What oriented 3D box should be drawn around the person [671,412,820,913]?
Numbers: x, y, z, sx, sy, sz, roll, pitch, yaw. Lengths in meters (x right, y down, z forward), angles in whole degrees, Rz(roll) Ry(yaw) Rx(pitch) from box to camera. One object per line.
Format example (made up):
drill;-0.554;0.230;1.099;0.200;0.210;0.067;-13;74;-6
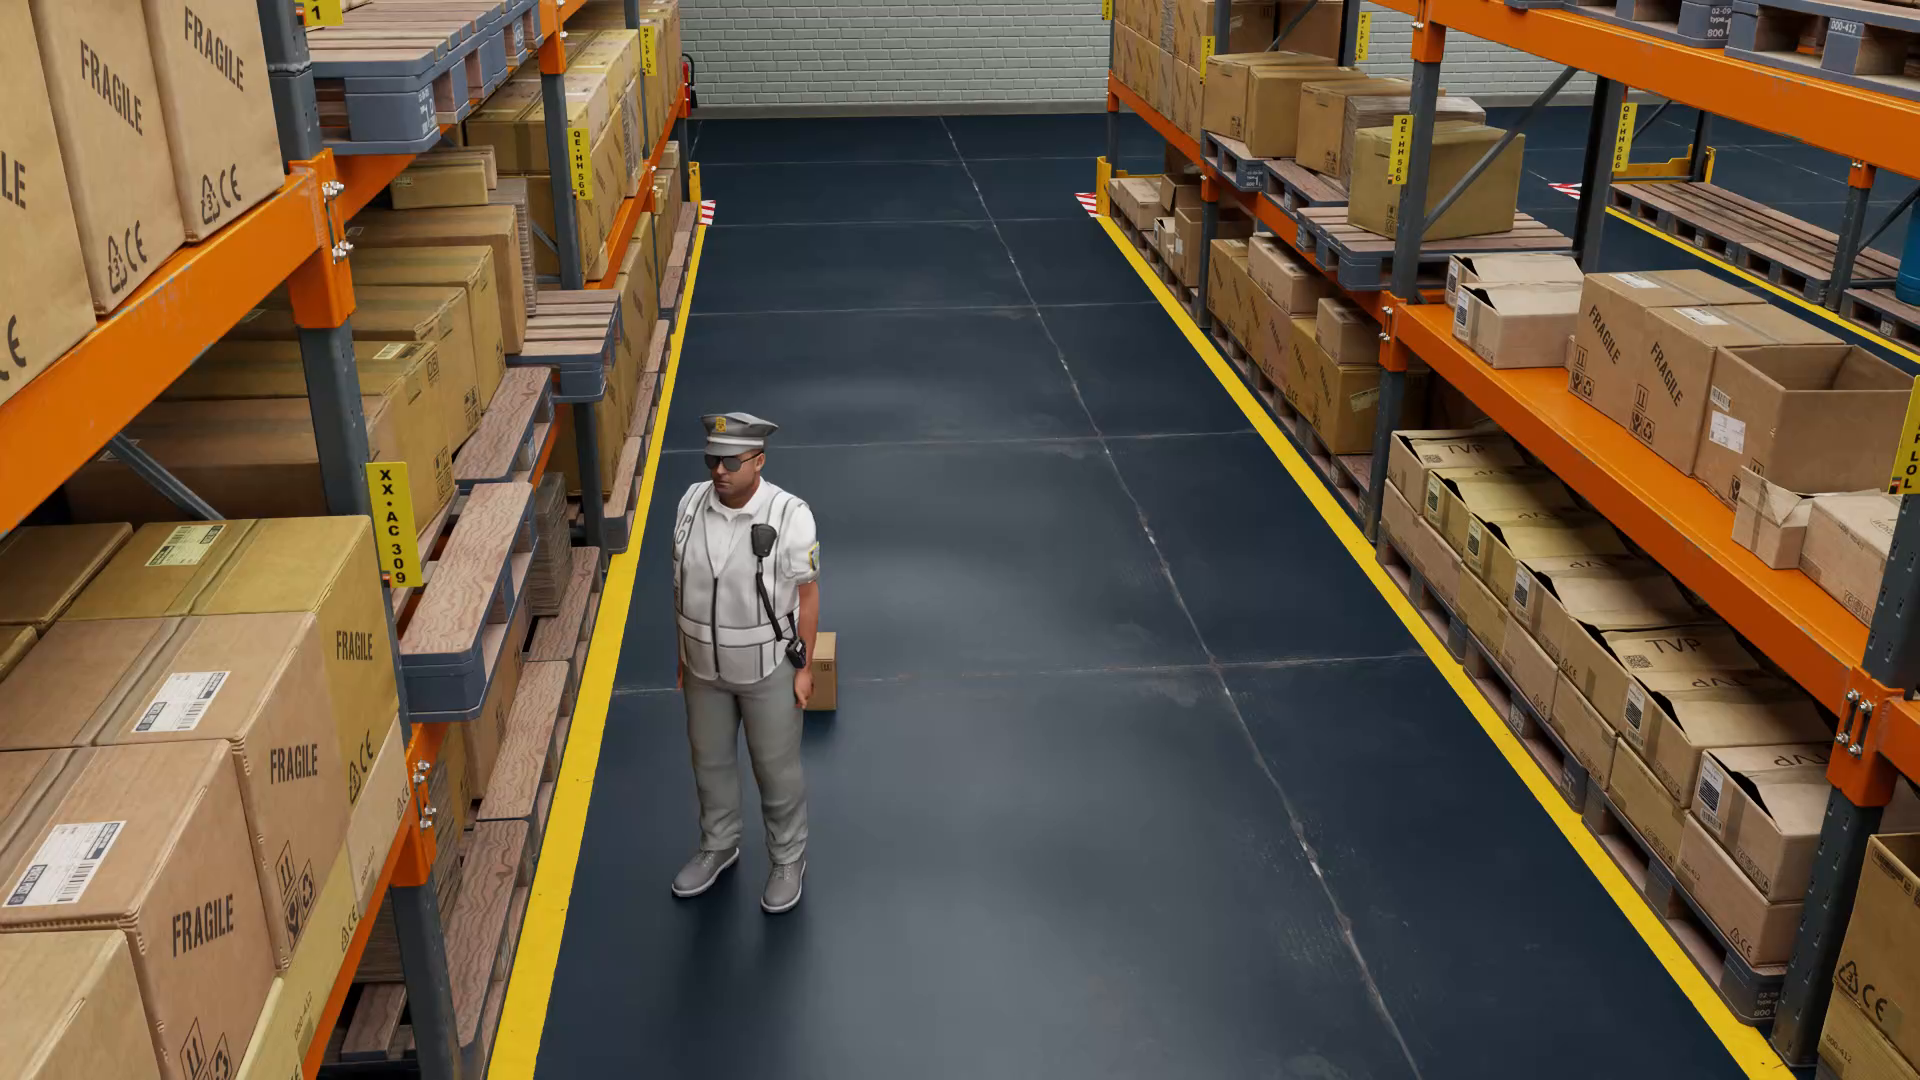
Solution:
person;-0.738;0.406;5.639;0.518;1.771;0.405;6;24;14
